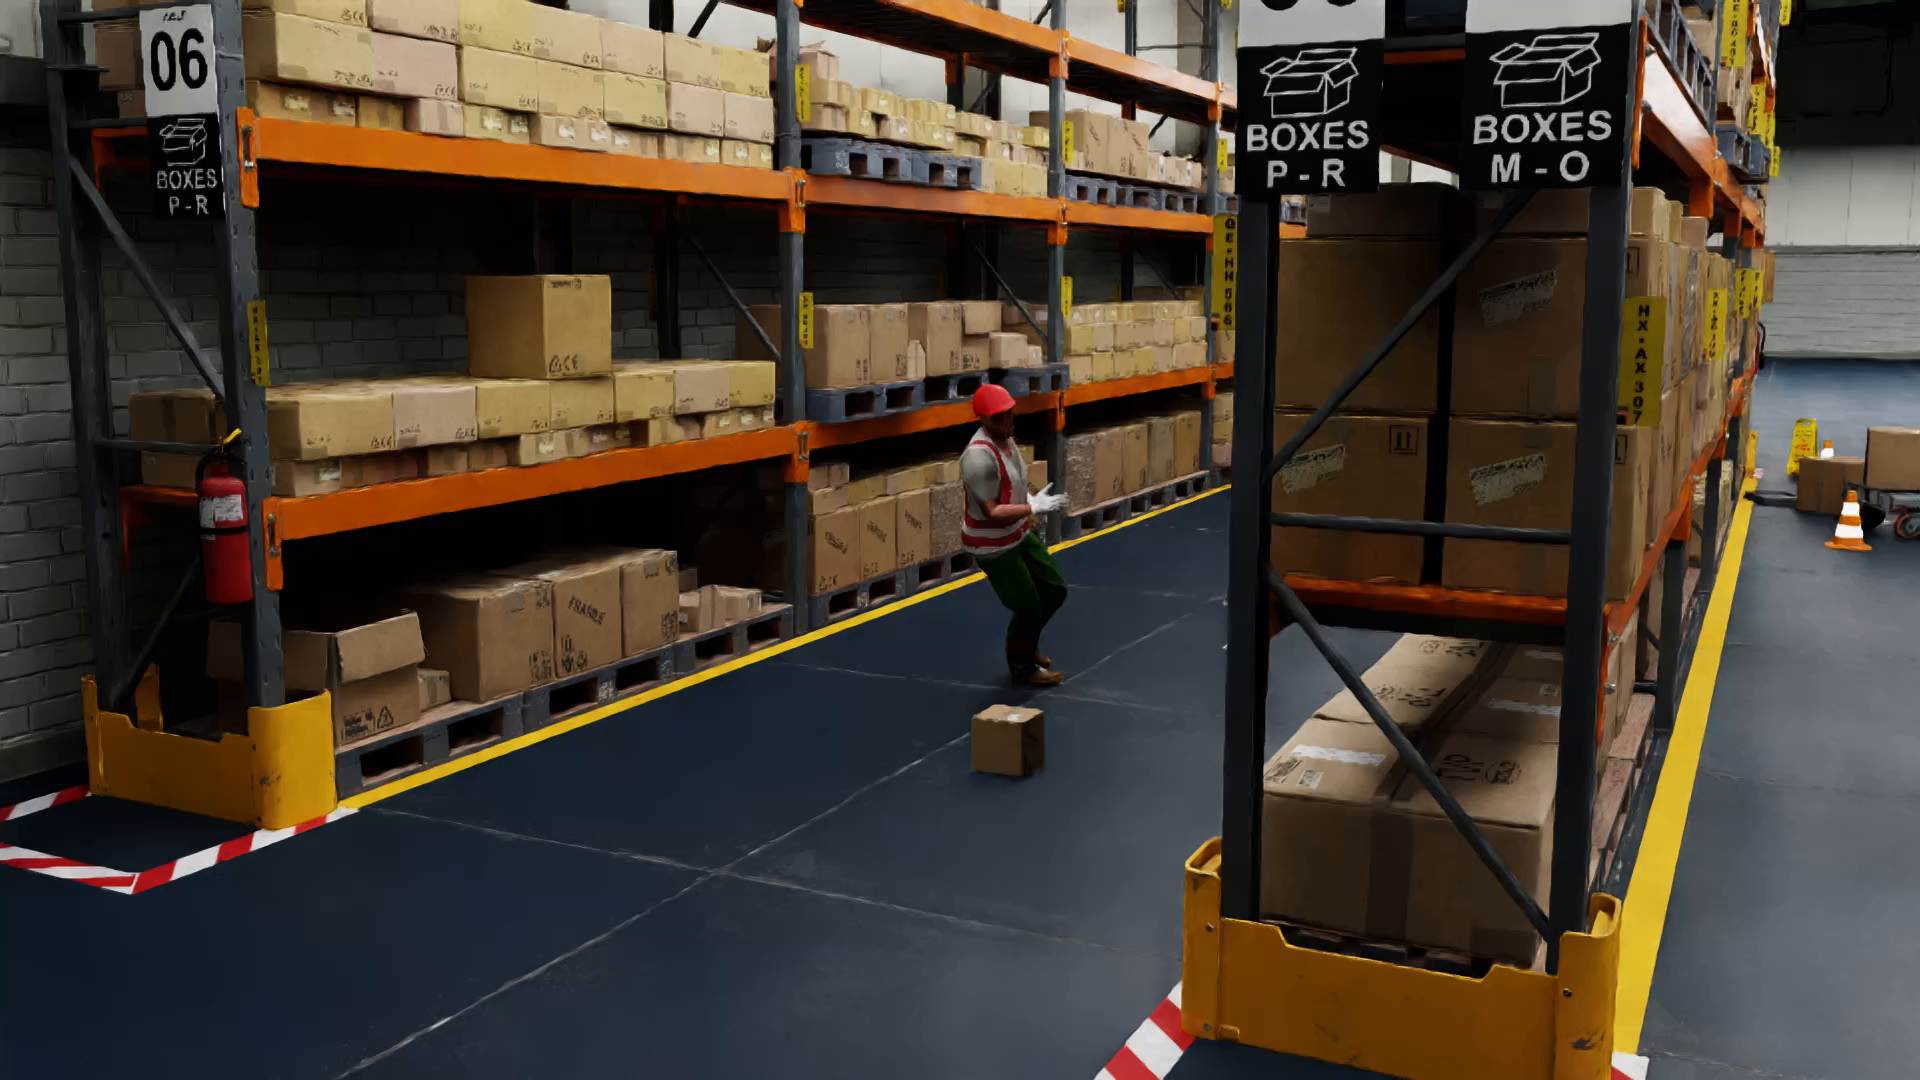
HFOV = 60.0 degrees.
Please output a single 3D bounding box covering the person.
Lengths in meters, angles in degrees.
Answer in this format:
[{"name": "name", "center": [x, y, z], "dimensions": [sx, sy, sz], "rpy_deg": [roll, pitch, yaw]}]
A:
[{"name": "person", "center": [0.355, -0.012, 8.742], "dimensions": [0.563, 1.672, 0.914], "rpy_deg": [4, 10, 25]}]
